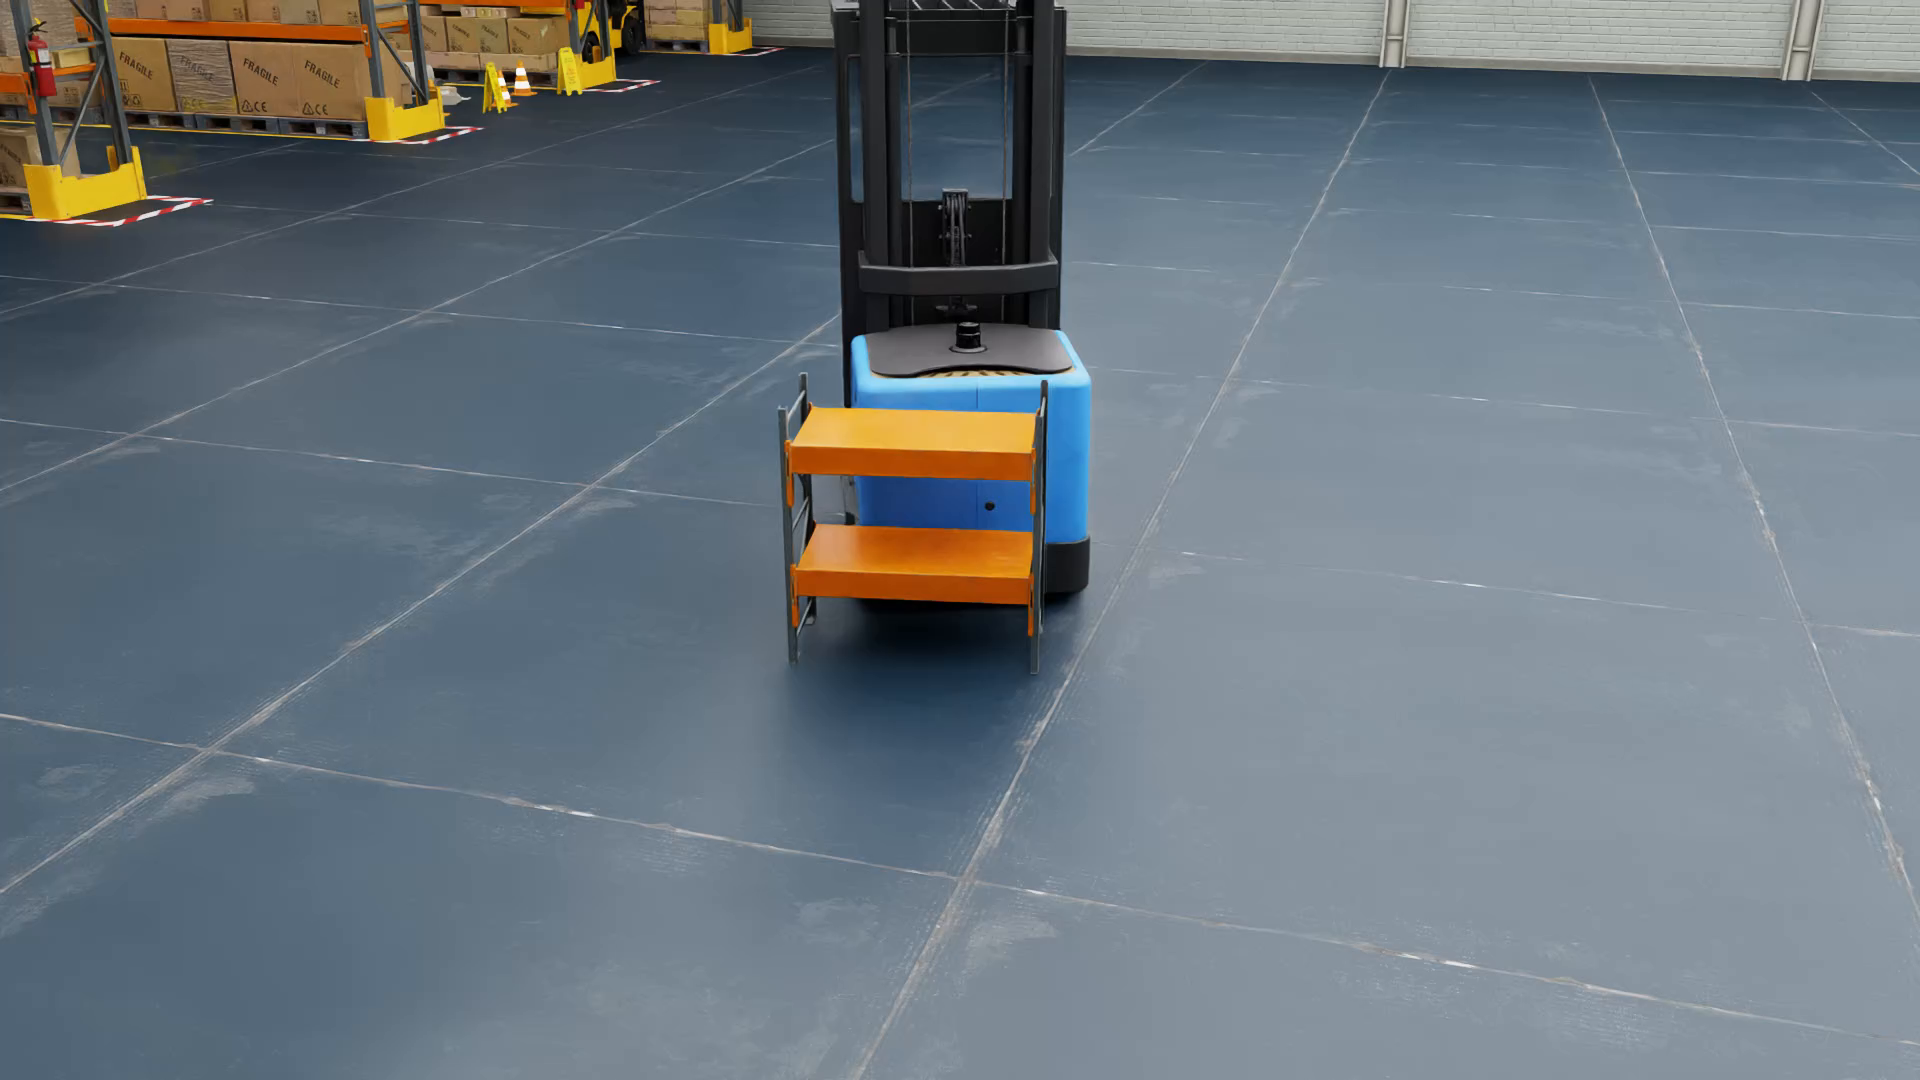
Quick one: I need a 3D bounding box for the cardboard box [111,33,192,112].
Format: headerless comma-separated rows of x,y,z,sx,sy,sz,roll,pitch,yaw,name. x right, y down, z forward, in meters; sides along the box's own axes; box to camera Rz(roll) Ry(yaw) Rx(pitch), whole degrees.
-10.061,-5.948,21.065,0.875,0.875,0.875,7,23,16,cardboard box

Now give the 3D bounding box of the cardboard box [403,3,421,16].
-8.228,-7.956,24.941,0.250,0.149,0.380,7,23,18,cardboard box

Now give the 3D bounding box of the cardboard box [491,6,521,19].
-6.694,-7.781,24.512,0.250,0.149,0.380,7,23,17,cardboard box

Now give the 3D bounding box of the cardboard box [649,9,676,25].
-5.084,-9.158,29.056,0.500,0.250,0.500,6,23,15,cardboard box

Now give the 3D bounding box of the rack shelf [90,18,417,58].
-8.728,-6.279,20.573,4.000,0.370,1.077,7,23,16,rack shelf

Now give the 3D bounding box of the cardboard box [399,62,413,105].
-7.893,-6.320,23.015,0.637,0.503,0.797,-9,24,-21,cardboard box

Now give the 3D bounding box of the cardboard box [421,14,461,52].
-7.811,-7.635,25.013,0.500,0.500,0.500,8,24,18,cardboard box

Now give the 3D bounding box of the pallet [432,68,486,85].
-7.485,-7.157,25.440,1.213,0.211,1.003,7,23,16,pallet

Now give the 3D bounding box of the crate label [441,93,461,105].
-7.030,-6.079,22.911,0.298,0.136,0.250,-5,23,-12,crate label

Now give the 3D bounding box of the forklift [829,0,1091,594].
-0.071,-1.610,8.334,1.130,2.935,3.031,-2,22,-5,forklift

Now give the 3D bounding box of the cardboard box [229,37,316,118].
-8.325,-5.750,20.582,0.875,0.875,0.875,6,23,15,cardboard box

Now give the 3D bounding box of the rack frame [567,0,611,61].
-5.480,-8.202,24.314,0.127,3.000,1.000,7,23,16,rack frame

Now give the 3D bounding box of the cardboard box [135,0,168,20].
-9.753,-6.813,20.728,0.550,0.550,0.875,7,23,16,cardboard box

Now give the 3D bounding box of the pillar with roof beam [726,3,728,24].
-5.700,-11.621,24.744,0.400,9.000,9.100,7,23,16,pillar with roof beam

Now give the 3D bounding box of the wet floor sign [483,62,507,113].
-6.214,-6.020,22.095,0.232,0.644,0.267,3,22,6,wet floor sign

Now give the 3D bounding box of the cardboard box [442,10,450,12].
-8.179,-7.888,25.628,0.500,0.500,0.500,7,23,16,cardboard box

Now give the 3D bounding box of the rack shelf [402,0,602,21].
-7.395,-8.089,24.985,4.000,0.370,1.077,7,23,16,rack shelf

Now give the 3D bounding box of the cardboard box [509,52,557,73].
-6.355,-7.118,24.740,0.500,0.250,0.500,6,23,15,cardboard box

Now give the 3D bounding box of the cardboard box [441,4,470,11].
-9.123,-9.681,30.495,0.625,0.625,0.875,6,23,15,cardboard box

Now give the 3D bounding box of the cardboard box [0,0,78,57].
-8.862,-4.856,15.632,0.500,0.500,0.875,7,23,16,cardboard box

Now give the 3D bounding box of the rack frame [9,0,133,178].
-8.343,-4.602,15.536,0.127,3.000,1.000,7,23,16,rack frame

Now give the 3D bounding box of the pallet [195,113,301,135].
-8.766,-5.296,20.904,1.213,0.211,1.003,7,23,15,pallet

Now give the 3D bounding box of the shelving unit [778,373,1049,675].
-0.175,-0.073,6.964,1.048,1.125,0.538,2,22,5,shelving unit

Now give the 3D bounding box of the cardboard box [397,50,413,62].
-8.309,-7.346,25.296,0.500,0.250,0.500,8,24,19,cardboard box

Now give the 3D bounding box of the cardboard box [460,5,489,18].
-7.185,-7.839,24.654,0.250,0.149,0.380,8,23,18,cardboard box

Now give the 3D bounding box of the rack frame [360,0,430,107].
-6.814,-6.393,19.902,0.127,3.000,1.000,7,23,16,rack frame

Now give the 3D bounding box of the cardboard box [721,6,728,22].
-4.440,-9.287,29.368,0.500,0.250,0.500,7,23,16,cardboard box

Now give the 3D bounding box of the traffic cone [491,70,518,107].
-6.260,-6.167,22.694,0.334,0.463,0.336,7,23,16,traffic cone

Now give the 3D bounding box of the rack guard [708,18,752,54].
-4.027,-8.847,29.179,0.348,0.500,1.175,7,23,16,rack guard

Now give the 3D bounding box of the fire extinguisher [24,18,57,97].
-8.367,-4.386,15.112,0.183,0.674,0.296,7,23,16,fire extinguisher

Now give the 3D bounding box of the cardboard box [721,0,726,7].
-4.456,-9.512,29.260,0.500,0.250,0.500,6,23,15,cardboard box

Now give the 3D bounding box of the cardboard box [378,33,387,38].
-8.823,-7.747,25.286,0.500,0.500,0.500,8,24,18,cardboard box

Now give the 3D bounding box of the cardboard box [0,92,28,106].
-12.186,-6.127,21.666,0.750,0.750,1.050,7,23,15,cardboard box

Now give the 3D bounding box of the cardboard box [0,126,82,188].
-8.936,-3.714,16.113,0.500,0.500,0.500,11,25,25,cardboard box

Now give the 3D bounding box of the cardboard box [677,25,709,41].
-4.591,-8.865,28.999,0.500,0.250,0.500,7,23,16,cardboard box

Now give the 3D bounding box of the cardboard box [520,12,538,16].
-6.698,-7.719,25.216,0.500,0.500,0.500,6,23,14,cardboard box

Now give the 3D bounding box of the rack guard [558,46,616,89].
-5.553,-7.054,24.809,0.348,0.500,1.175,7,23,16,rack guard

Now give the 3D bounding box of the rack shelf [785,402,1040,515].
-0.175,-0.344,6.853,1.000,0.278,0.538,2,22,5,rack shelf

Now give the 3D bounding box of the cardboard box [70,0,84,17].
-11.220,-6.838,20.855,0.500,0.500,0.500,6,23,15,cardboard box

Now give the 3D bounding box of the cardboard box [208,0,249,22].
-8.734,-6.689,20.427,0.500,0.550,0.875,7,23,16,cardboard box

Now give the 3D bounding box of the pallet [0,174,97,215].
-9.183,-3.422,16.334,1.213,0.211,1.003,7,23,16,pallet

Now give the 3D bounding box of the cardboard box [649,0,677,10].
-5.072,-9.382,28.942,0.500,0.250,0.500,7,23,16,cardboard box

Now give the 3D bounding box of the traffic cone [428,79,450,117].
-6.912,-5.793,21.784,0.334,0.463,0.336,7,23,16,traffic cone

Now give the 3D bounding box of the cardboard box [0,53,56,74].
-8.676,-4.442,15.477,0.250,0.149,0.380,7,23,16,cardboard box

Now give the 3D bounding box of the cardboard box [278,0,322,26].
-7.715,-6.539,20.061,0.550,0.550,0.875,7,23,16,cardboard box

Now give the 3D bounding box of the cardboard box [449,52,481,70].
-7.328,-7.230,25.014,0.500,0.250,0.500,6,23,14,cardboard box

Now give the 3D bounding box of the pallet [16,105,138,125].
-11.404,-5.598,21.640,1.213,0.211,1.003,7,23,16,pallet

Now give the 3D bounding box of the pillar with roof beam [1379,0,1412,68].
5.788,-10.306,21.537,0.400,9.000,9.100,7,23,16,pillar with roof beam

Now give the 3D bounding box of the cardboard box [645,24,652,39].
-5.541,-8.981,29.282,0.500,0.250,0.500,7,23,16,cardboard box

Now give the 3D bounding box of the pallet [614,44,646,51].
-5.959,-8.919,29.736,1.213,0.211,1.003,7,23,15,pallet

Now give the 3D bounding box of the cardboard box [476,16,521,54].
-6.823,-7.521,24.733,0.500,0.500,0.500,7,23,17,cardboard box

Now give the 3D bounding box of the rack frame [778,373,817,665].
-0.681,-0.091,7.007,0.032,1.125,0.500,2,22,5,rack frame
